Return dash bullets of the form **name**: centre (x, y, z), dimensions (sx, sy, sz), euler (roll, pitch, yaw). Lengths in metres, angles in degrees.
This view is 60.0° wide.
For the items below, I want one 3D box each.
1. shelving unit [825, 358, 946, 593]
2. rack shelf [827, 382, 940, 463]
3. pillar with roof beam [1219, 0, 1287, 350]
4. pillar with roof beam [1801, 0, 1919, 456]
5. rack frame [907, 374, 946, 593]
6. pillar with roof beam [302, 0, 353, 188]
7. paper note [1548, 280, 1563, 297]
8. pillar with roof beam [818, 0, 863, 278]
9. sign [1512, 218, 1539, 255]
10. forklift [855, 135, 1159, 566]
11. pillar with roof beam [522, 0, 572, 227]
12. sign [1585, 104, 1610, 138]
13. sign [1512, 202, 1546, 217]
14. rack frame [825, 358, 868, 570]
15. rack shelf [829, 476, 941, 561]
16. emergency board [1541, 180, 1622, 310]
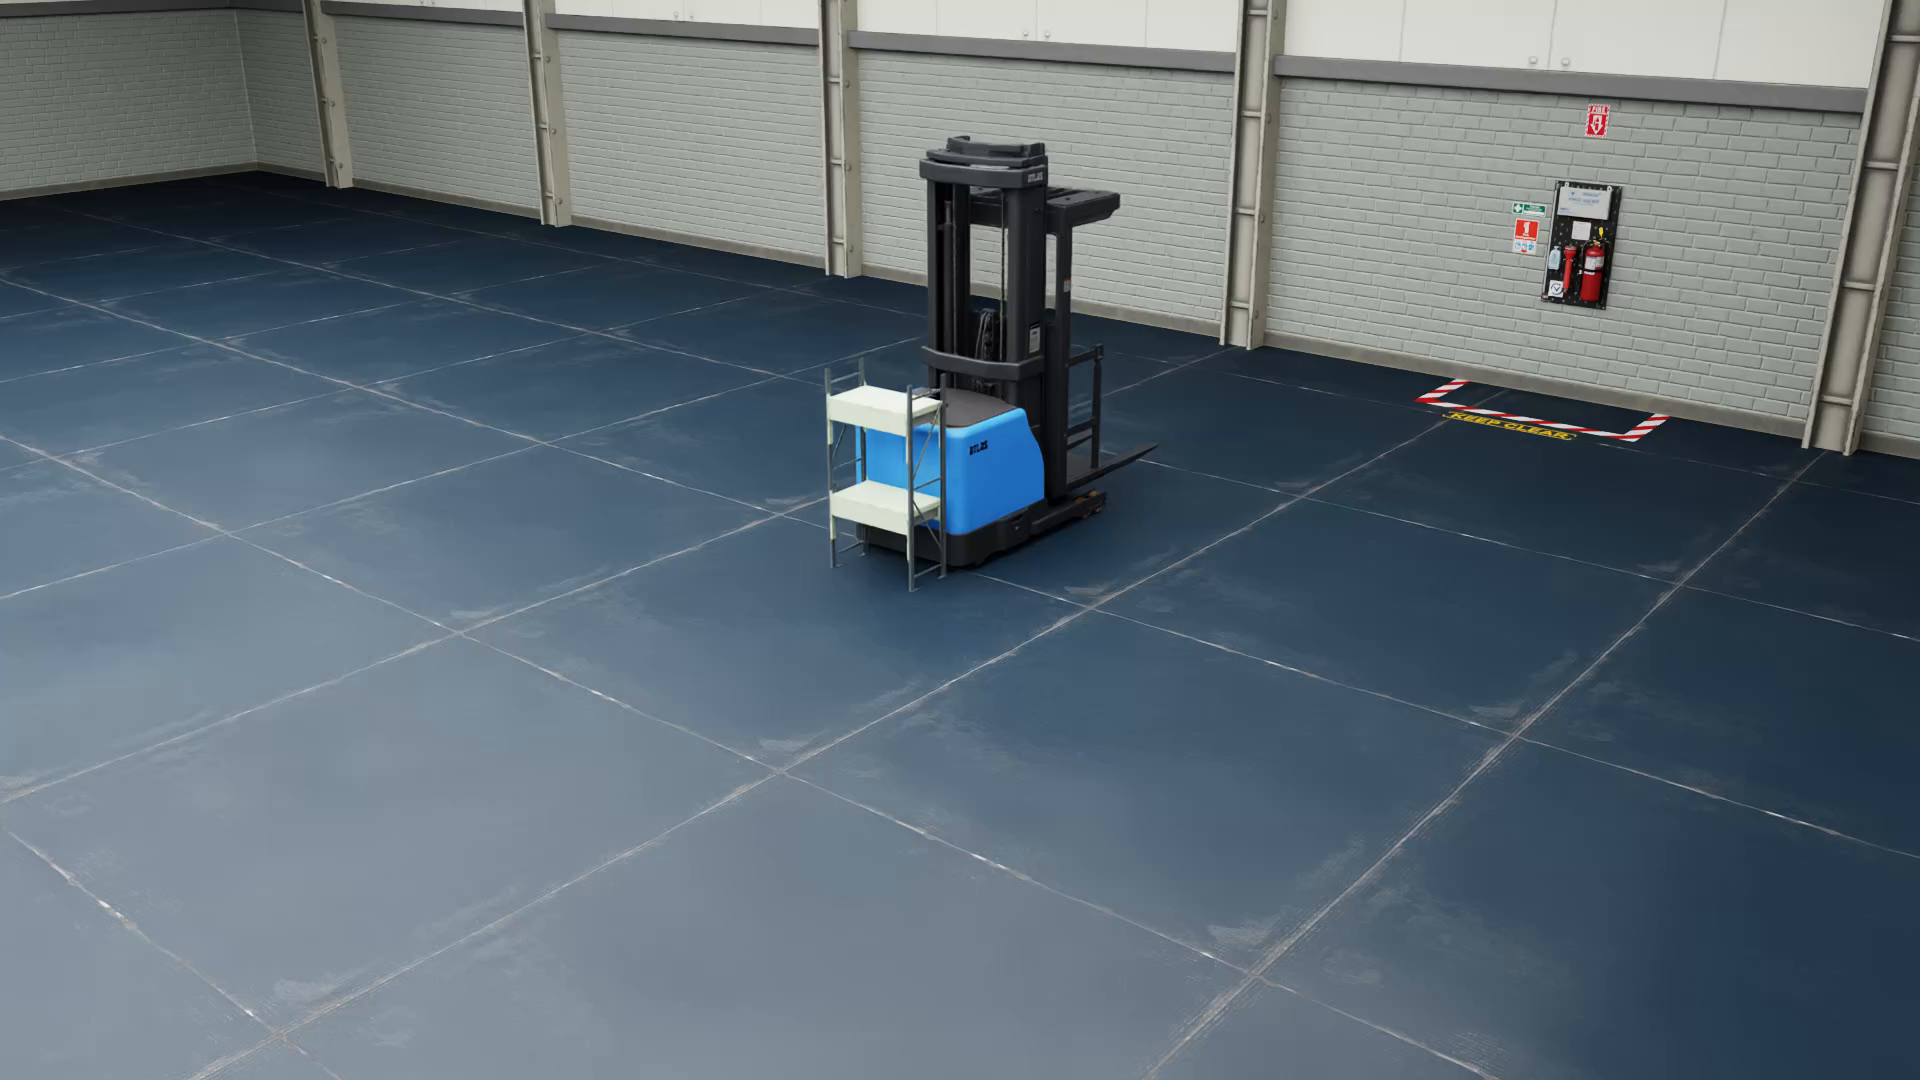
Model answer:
- **shelving unit**: centre (-0.521, -0.465, 11.776), dimensions (0.755, 1.500, 0.431), euler (15, 25, 34)
- **rack shelf**: centre (-0.521, -0.830, 11.638), dimensions (0.720, 0.370, 0.431), euler (15, 25, 34)
- **pillar with roof beam**: centre (0.399, -5.198, 13.699), dimensions (0.400, 9.000, 9.100), euler (16, 26, 36)
- **pillar with roof beam**: centre (5.047, -3.859, 10.149), dimensions (0.400, 9.000, 9.100), euler (16, 26, 36)
- **rack frame**: centre (-0.229, -0.387, 11.569), dimensions (0.023, 1.500, 0.400), euler (15, 25, 34)
- **pillar with roof beam**: centre (-13.546, -9.214, 24.348), dimensions (0.400, 9.000, 9.100), euler (16, 26, 36)
- **paper note**: centre (5.785, -2.437, 16.128), dimensions (0.142, 0.148, 0.016), euler (16, 26, 36)
- **pillar with roof beam**: centre (-4.249, -6.537, 17.249), dimensions (0.400, 9.000, 9.100), euler (16, 26, 36)
- **sign**: centre (5.516, -2.959, 16.214), dimensions (0.234, 0.329, 0.001), euler (16, 26, 36)
- **forklift**: centre (0.513, -1.635, 12.850), dimensions (1.130, 2.935, 3.031), euler (15, 25, 35)
- **pillar with roof beam**: centre (-8.898, -7.875, 20.798), dimensions (0.400, 9.000, 9.100), euler (16, 26, 36)
- **sign**: centre (5.936, -3.905, 15.486), dimensions (0.199, 0.298, 0.001), euler (16, 26, 36)
- **sign**: centre (5.514, -3.204, 16.111), dimensions (0.331, 0.109, 0.001), euler (16, 26, 36)
- **rack frame**: centre (-0.812, -0.543, 11.982), dimensions (0.023, 1.500, 0.400), euler (15, 25, 34)
- **rack shelf**: centre (-0.521, -0.160, 11.891), dimensions (0.720, 0.370, 0.431), euler (15, 25, 34)
- **emergency board**: centre (5.879, -2.791, 15.818), dimensions (0.643, 1.169, 0.194), euler (16, 26, 36)
